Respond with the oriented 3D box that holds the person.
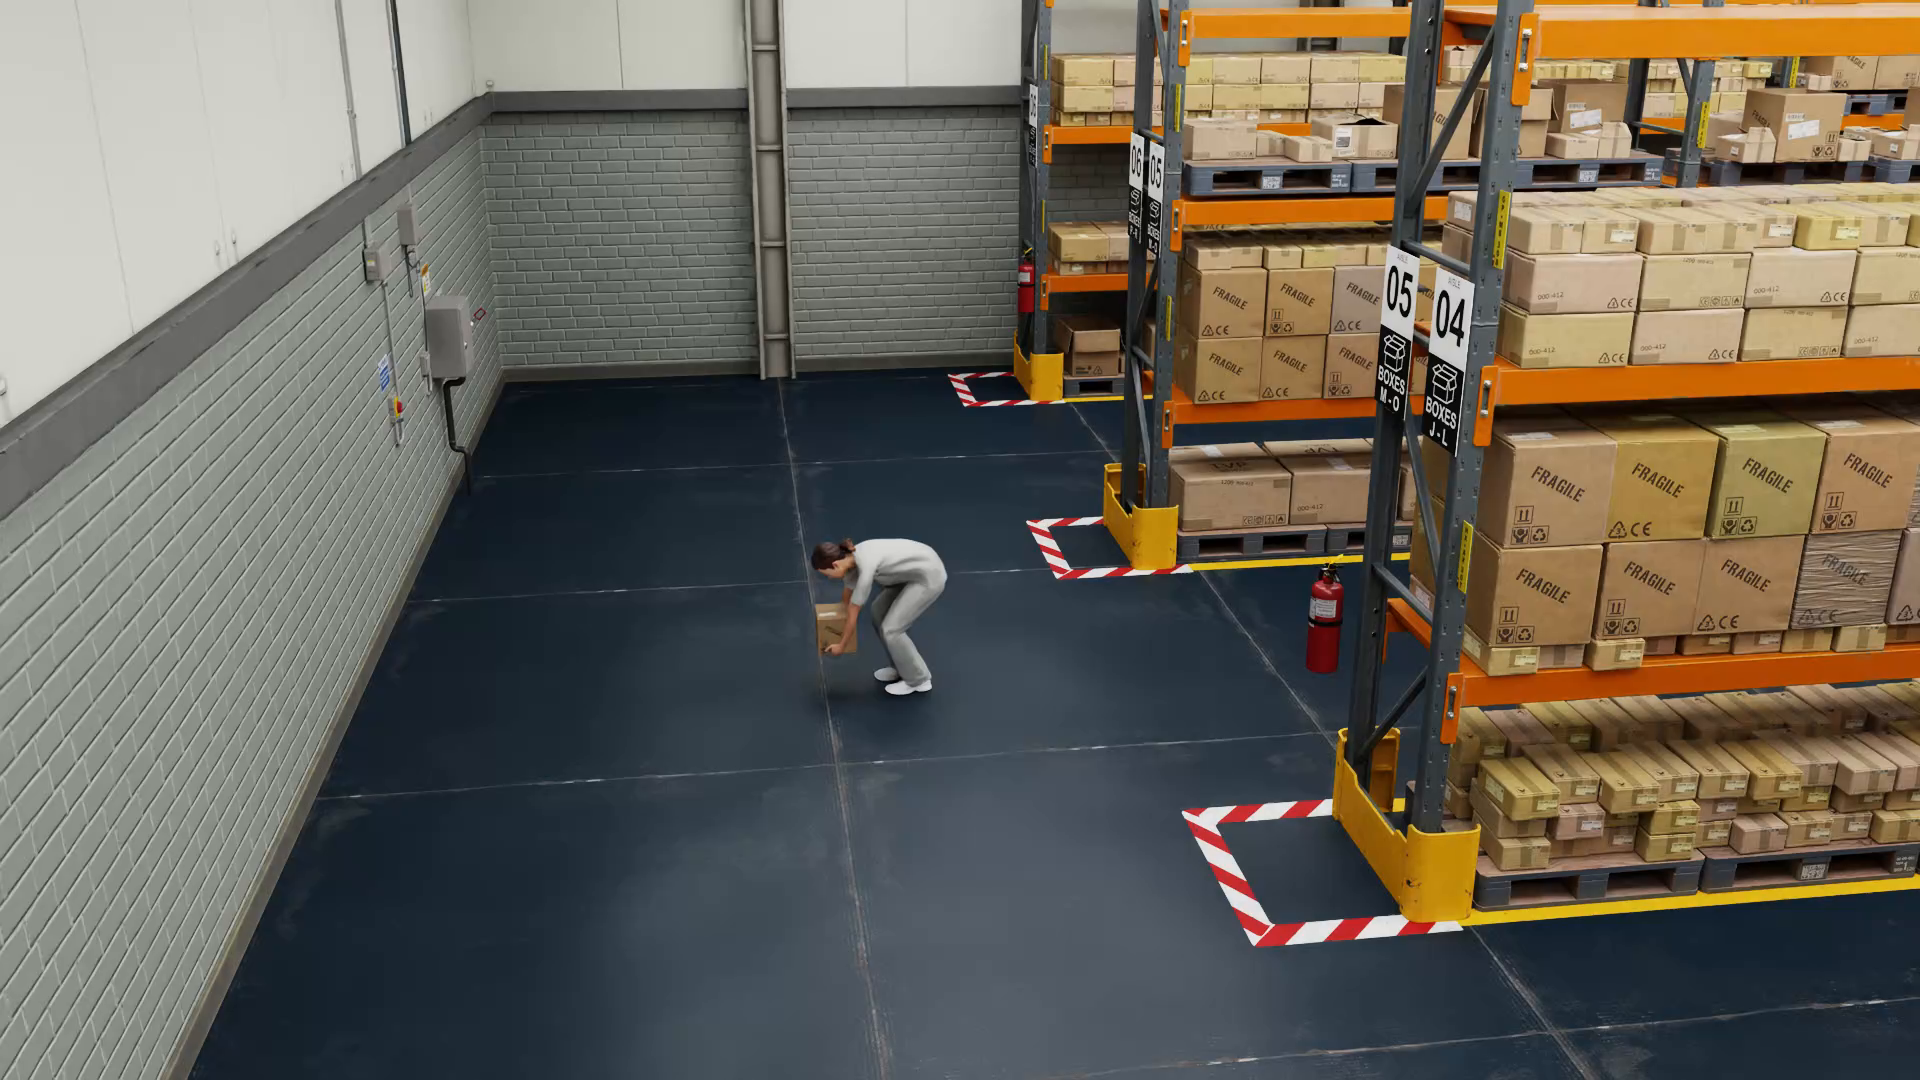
[{"bbox_3d":[-0.517,0.470,10.715,0.864,1.040,0.457,-4,20,-11],"label":"person"}]
